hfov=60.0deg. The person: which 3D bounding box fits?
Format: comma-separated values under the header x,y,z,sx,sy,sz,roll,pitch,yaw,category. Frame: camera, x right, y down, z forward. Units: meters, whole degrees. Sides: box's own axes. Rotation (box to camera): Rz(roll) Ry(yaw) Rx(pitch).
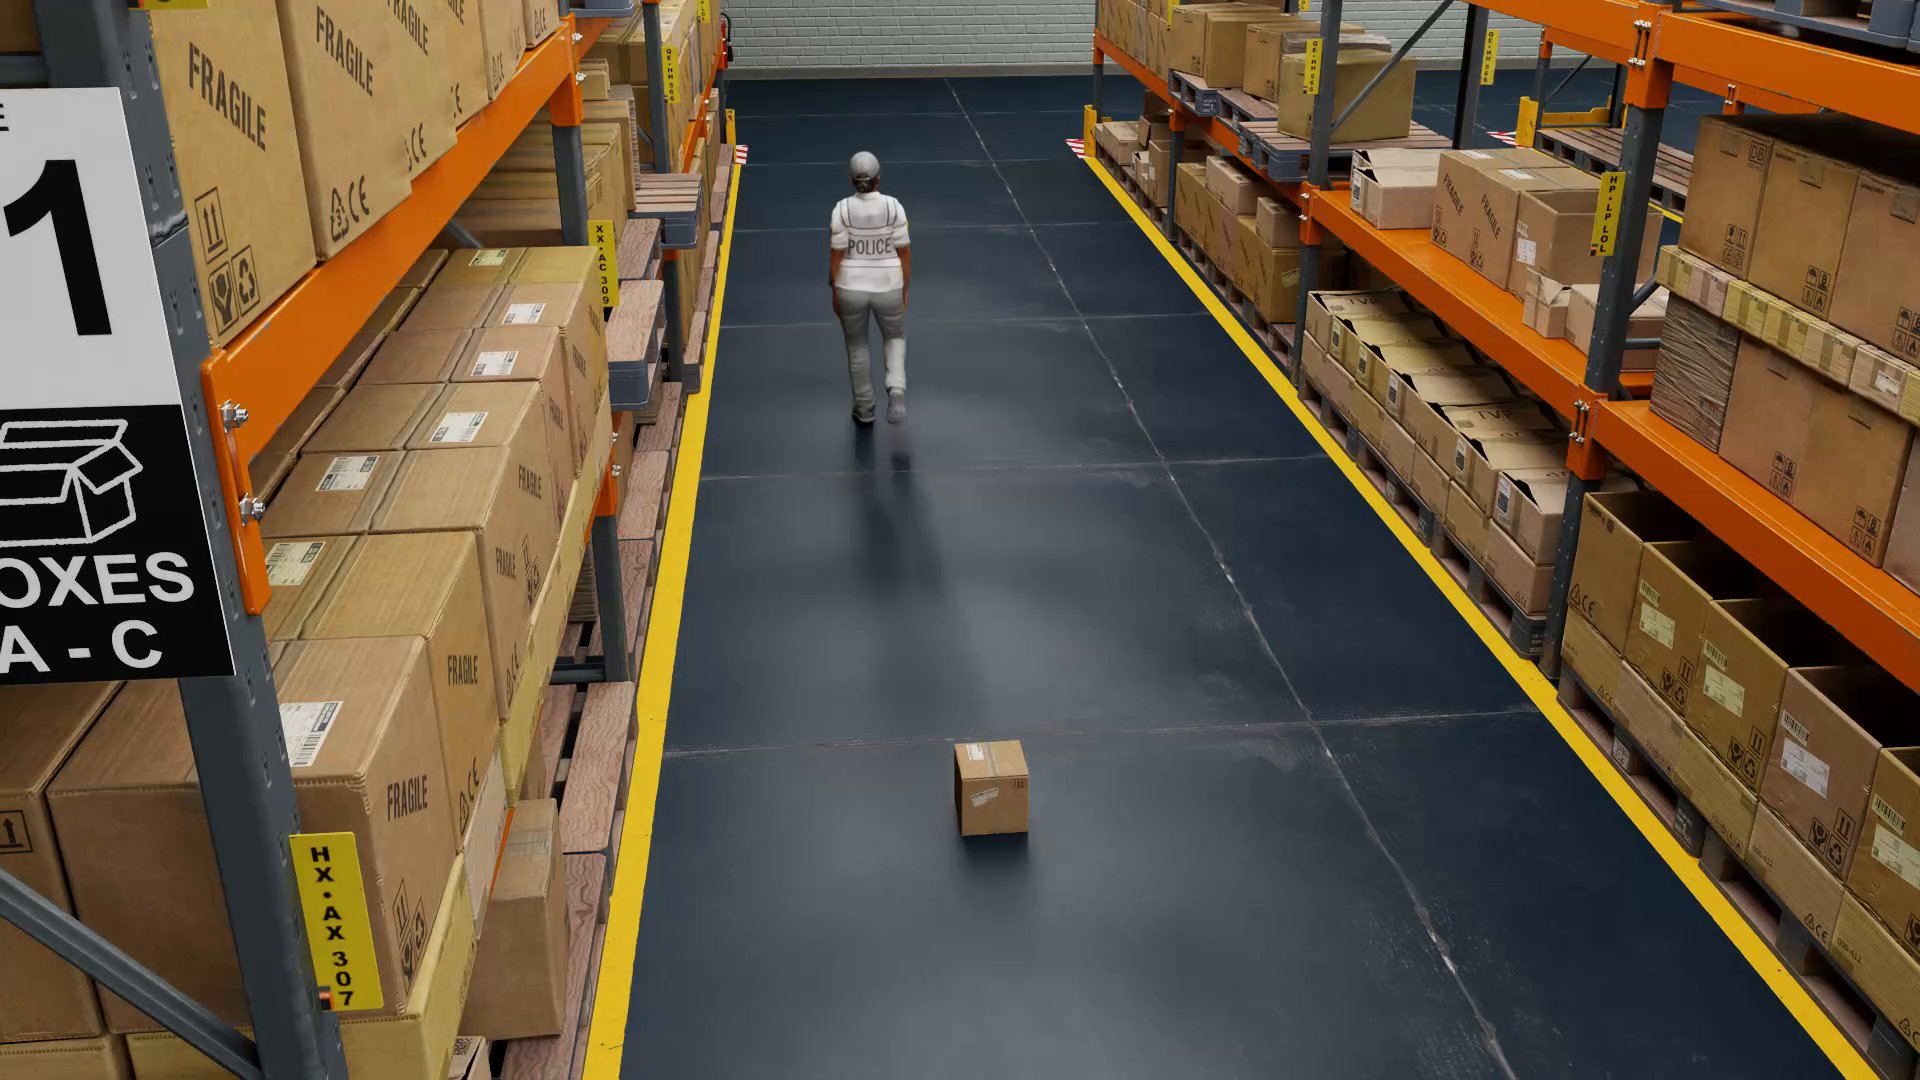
x,y,z,sx,sy,sz,roll,pitch,yaw,category
-0.529,-1.475,9.886,0.476,1.648,0.547,-3,24,-7,person
